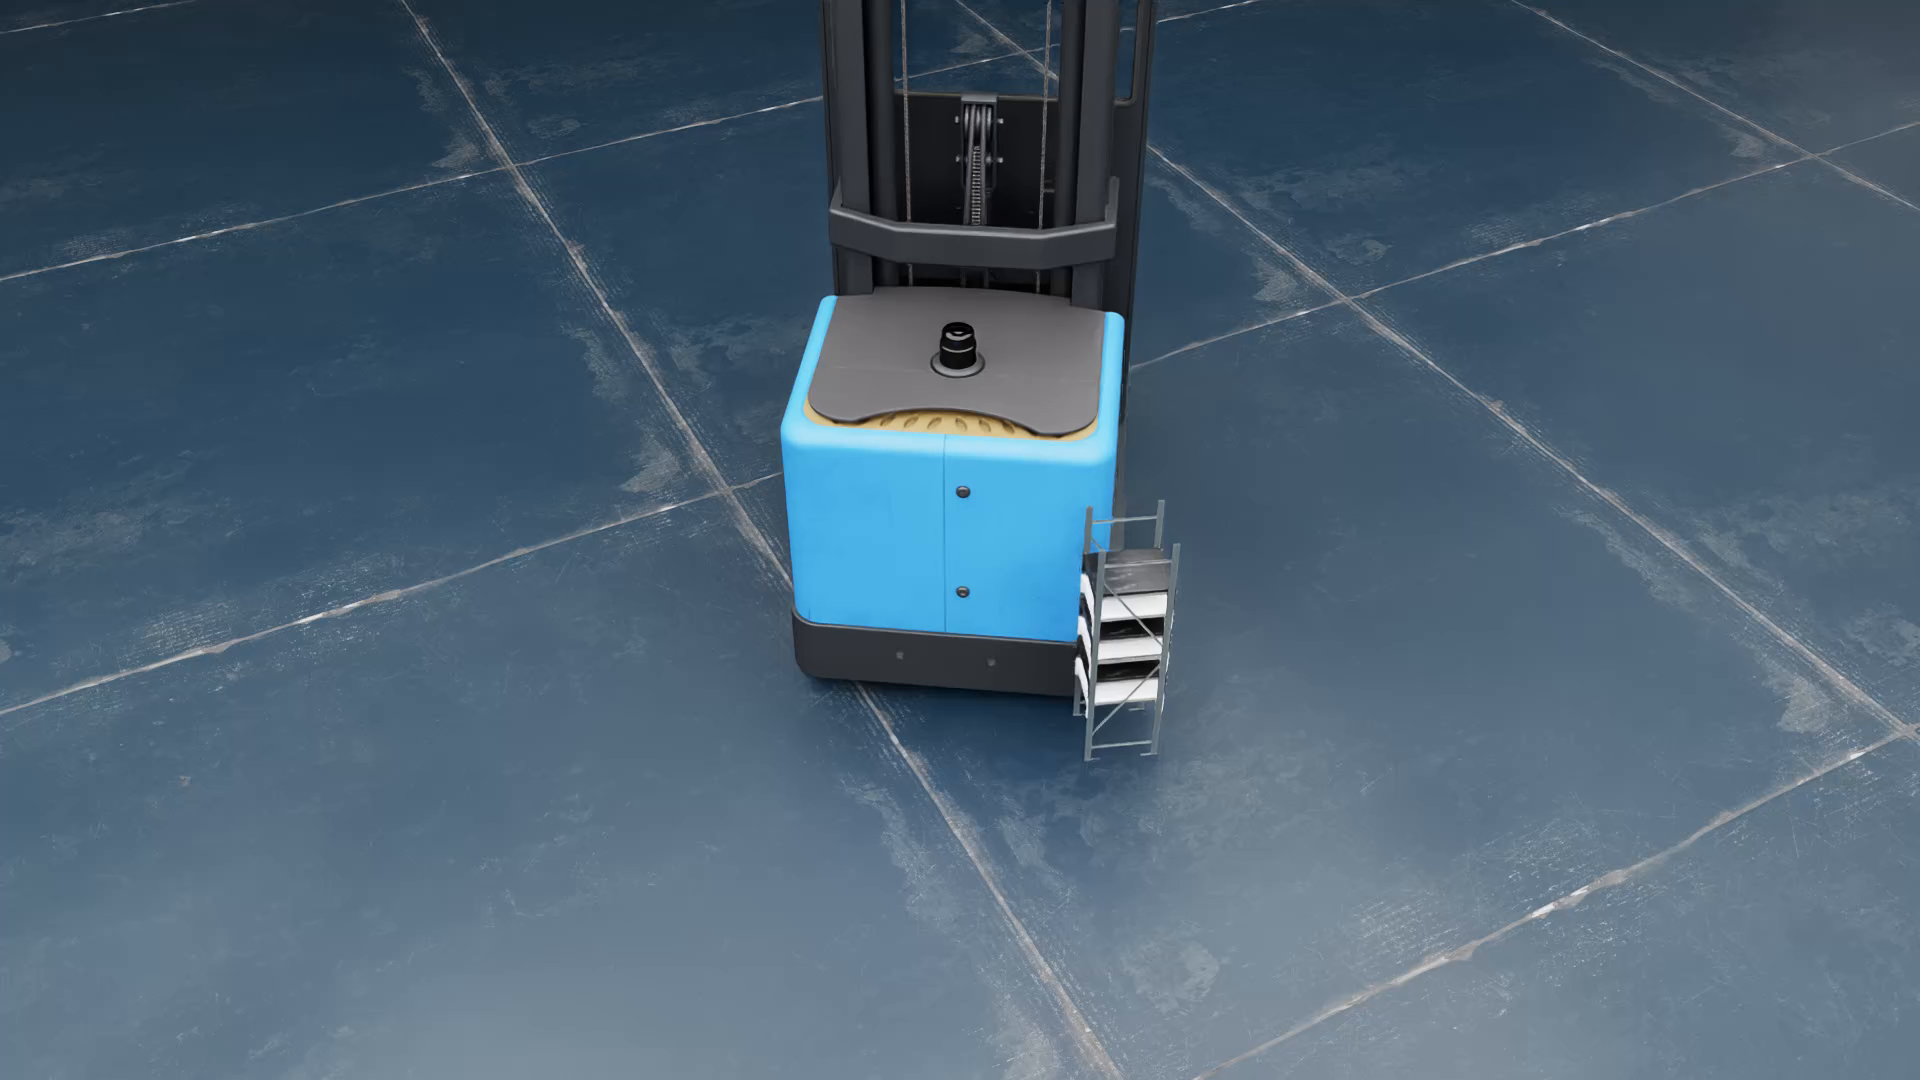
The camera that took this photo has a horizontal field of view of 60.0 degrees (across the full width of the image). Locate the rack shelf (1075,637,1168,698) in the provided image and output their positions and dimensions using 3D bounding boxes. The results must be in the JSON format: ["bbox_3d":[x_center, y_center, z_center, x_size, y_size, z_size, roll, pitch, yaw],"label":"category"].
[{"bbox_3d":[0.510,0.393,5.280,0.258,0.077,0.200,-5,40,-5],"label":"rack shelf"}]

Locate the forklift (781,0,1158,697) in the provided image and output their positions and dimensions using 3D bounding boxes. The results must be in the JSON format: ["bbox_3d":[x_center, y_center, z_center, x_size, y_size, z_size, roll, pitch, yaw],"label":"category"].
[{"bbox_3d":[0.114,-1.544,5.806,1.130,2.935,3.031,4,40,5],"label":"forklift"}]

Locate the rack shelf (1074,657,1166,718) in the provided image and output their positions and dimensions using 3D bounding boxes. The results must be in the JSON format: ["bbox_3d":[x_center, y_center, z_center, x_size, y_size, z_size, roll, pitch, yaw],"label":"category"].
[{"bbox_3d":[0.510,0.462,5.338,0.258,0.077,0.200,-5,40,-5],"label":"rack shelf"}]

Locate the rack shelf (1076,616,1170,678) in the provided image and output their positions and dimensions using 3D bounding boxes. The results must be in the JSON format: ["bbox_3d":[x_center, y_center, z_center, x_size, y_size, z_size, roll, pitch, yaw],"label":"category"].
[{"bbox_3d":[0.510,0.325,5.221,0.258,0.077,0.200,-5,40,-5],"label":"rack shelf"}]

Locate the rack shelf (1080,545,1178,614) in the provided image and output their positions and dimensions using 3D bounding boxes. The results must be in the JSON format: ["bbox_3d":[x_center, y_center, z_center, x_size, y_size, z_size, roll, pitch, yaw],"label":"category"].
[{"bbox_3d":[0.510,0.119,5.047,0.258,0.077,0.200,-5,40,-5],"label":"rack shelf"}]

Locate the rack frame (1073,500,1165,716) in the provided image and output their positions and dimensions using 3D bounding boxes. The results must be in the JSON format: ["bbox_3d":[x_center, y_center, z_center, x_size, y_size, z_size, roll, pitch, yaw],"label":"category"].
[{"bbox_3d":[0.497,0.234,5.277,0.240,0.900,0.006,-5,40,-5],"label":"rack frame"}]

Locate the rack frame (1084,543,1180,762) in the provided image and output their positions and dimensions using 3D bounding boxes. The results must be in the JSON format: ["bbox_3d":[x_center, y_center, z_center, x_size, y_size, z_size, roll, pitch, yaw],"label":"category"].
[{"bbox_3d":[0.523,0.364,5.123,0.240,0.900,0.006,-5,40,-5],"label":"rack frame"}]

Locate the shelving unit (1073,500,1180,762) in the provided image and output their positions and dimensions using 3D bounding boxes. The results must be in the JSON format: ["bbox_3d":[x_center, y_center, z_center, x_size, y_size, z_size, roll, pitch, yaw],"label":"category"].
[{"bbox_3d":[0.510,0.299,5.200,0.258,0.900,0.210,-5,40,-5],"label":"shelving unit"}]

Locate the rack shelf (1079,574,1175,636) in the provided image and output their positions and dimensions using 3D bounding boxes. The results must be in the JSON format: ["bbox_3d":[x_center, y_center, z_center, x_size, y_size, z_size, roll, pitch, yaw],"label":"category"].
[{"bbox_3d":[0.510,0.187,5.105,0.258,0.077,0.200,-5,40,-5],"label":"rack shelf"}]

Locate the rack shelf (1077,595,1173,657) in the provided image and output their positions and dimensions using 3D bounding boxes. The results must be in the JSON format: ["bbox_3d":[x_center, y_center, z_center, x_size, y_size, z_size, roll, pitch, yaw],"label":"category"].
[{"bbox_3d":[0.510,0.256,5.163,0.258,0.077,0.200,-5,40,-5],"label":"rack shelf"}]
